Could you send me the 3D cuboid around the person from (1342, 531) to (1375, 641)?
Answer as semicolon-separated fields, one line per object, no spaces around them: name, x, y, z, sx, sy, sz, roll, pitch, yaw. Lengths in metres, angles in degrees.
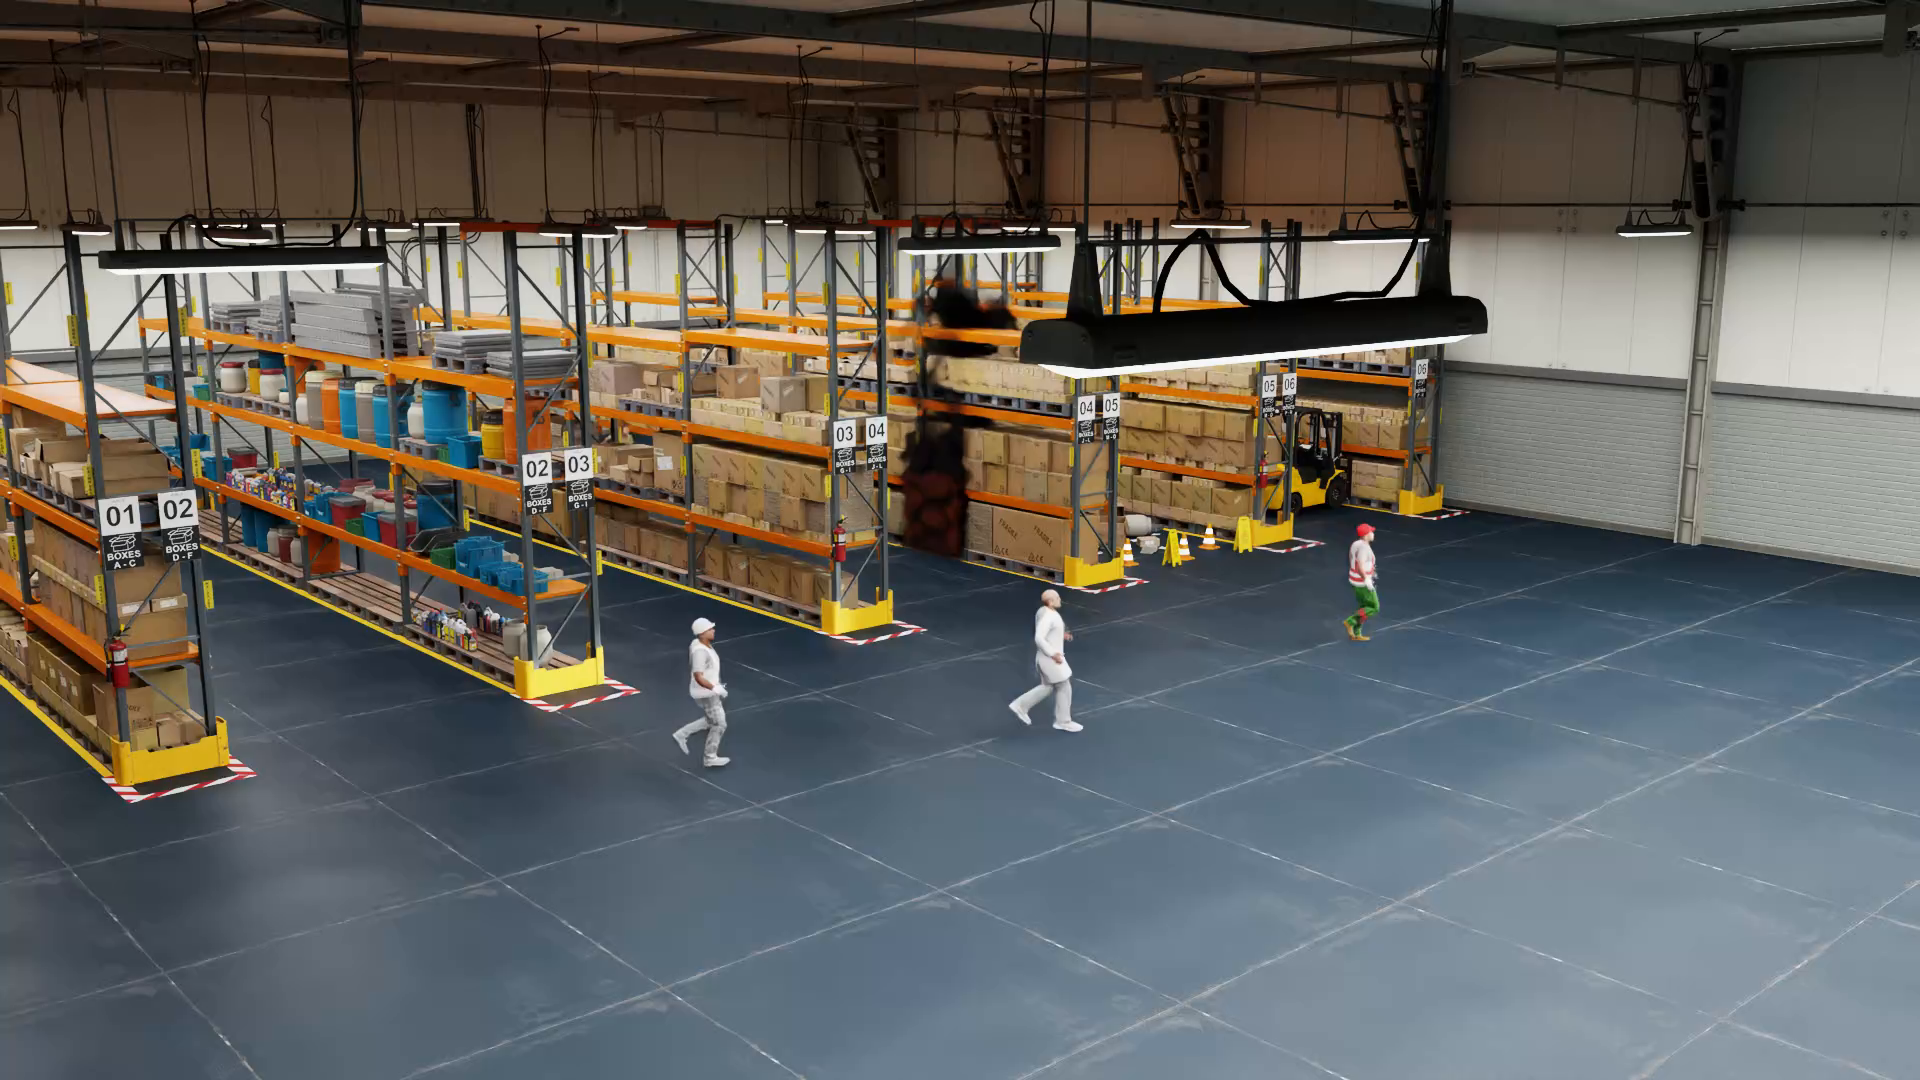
person;5.819;0.646;24.384;0.464;1.703;0.673;-1;11;-6

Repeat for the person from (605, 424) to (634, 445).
person;-7.442;-1.772;36.559;0.784;1.594;0.568;9;15;39

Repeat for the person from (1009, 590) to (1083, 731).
person;1.044;1.465;20.174;0.928;1.784;0.699;-2;12;-10

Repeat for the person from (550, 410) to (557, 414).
person;-9.571;-2.278;38.947;0.644;1.521;0.551;-1;11;-3

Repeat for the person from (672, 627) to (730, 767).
person;-2.959;1.752;18.897;0.641;1.702;0.730;-2;12;-12
